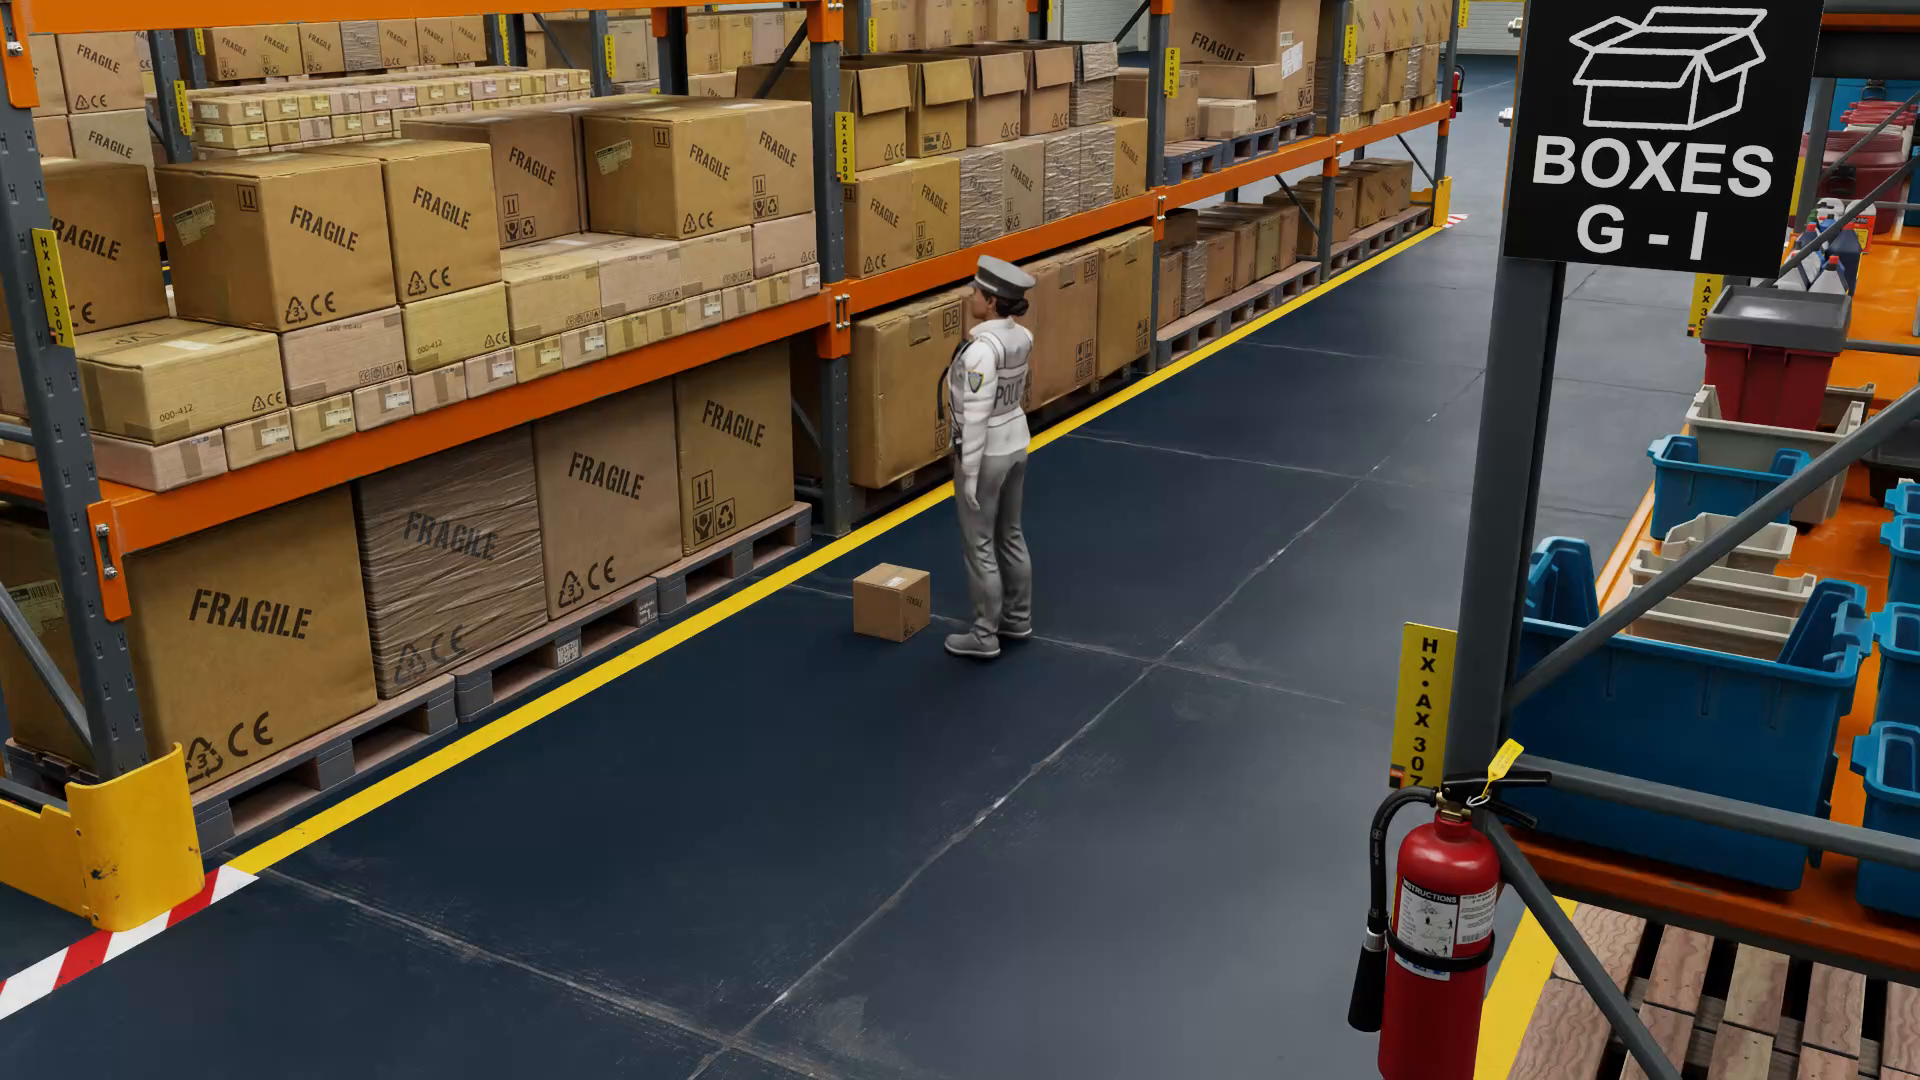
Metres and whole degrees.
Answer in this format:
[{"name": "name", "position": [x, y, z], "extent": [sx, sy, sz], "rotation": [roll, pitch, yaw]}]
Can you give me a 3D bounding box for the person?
[{"name": "person", "position": [0.105, -0.340, 6.937], "extent": [0.390, 1.703, 0.516], "rotation": [11, 22, 28]}]
